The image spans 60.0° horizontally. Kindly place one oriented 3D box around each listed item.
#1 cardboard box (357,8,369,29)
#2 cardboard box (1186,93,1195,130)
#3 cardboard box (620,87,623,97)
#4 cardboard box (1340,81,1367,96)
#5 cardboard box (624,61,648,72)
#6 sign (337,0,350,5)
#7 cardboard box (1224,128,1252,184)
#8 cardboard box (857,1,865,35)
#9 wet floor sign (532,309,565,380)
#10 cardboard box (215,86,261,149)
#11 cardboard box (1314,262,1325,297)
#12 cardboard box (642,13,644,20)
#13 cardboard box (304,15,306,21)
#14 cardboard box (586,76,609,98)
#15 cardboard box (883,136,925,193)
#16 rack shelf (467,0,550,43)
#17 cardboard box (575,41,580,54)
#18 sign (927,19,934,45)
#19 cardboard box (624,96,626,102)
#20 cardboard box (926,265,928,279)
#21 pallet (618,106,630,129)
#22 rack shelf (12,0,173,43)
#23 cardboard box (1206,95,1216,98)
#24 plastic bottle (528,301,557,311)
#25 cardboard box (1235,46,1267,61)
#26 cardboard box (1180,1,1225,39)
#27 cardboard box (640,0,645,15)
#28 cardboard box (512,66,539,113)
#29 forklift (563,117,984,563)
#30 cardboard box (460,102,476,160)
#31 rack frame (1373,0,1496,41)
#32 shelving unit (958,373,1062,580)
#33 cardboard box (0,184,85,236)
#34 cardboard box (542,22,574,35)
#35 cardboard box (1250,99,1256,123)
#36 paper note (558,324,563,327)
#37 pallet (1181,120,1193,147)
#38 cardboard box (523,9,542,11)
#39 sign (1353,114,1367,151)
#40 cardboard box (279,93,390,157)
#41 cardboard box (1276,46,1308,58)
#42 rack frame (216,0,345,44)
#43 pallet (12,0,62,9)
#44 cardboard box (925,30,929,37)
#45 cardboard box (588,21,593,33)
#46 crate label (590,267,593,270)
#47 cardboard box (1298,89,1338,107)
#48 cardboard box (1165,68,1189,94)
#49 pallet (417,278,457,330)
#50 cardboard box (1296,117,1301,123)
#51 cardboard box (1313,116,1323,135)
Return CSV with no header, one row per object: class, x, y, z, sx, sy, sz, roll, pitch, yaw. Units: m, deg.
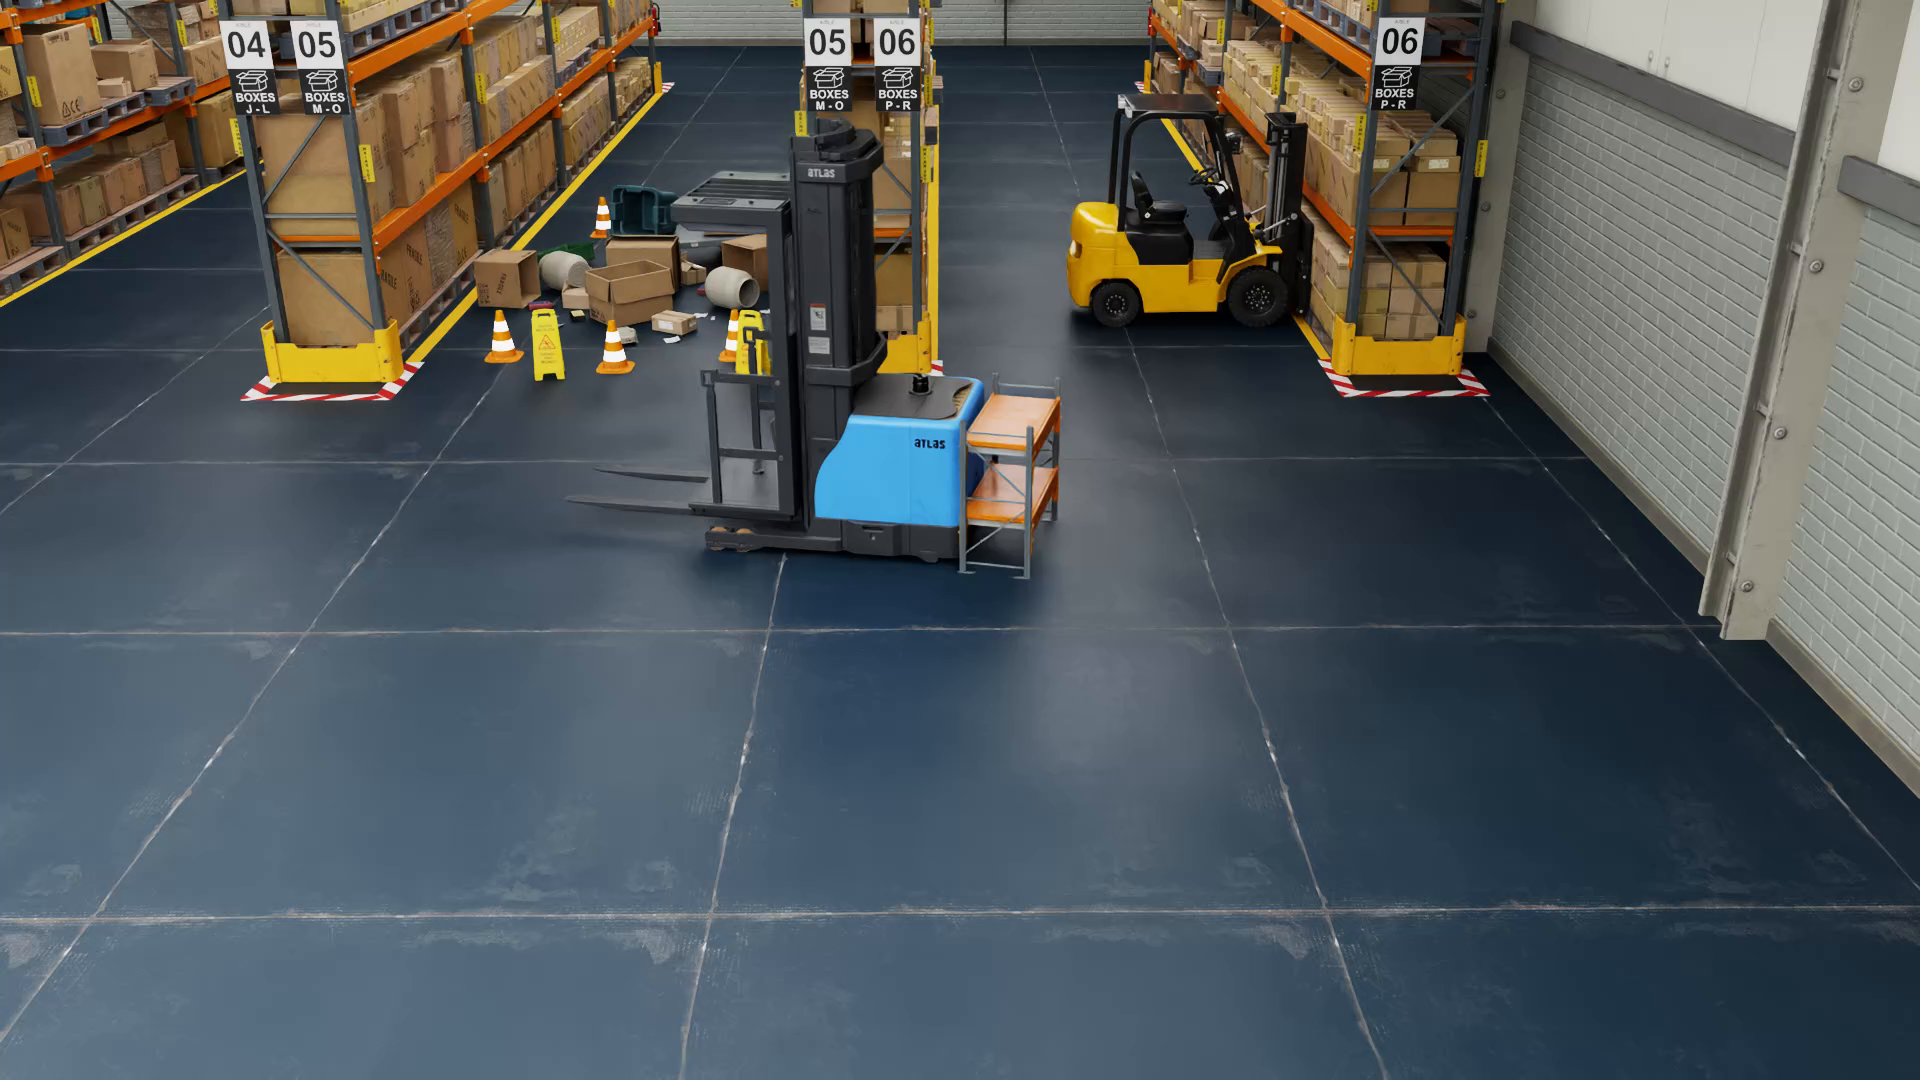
cardboard box,-5.489,-4.638,14.782,0.380,0.149,0.250,0,24,0
cardboard box,3.774,-6.566,25.535,0.500,0.500,0.500,-1,24,-1
cardboard box,-5.749,-7.340,27.311,0.380,0.149,0.250,-1,24,-3
cardboard box,4.332,-4.880,18.014,0.380,0.149,0.250,-1,24,-2
cardboard box,-5.643,-8.231,28.920,0.380,0.149,0.250,-1,24,-2
sign,-5.248,-4.702,14.093,0.100,0.325,0.005,0,24,-1
cardboard box,4.015,-5.138,22.225,0.875,0.625,0.625,1,24,1
cardboard box,-1.120,-4.816,15.323,0.500,0.250,0.500,-1,24,-1
wet floor sign,-3.823,-1.825,15.386,0.267,0.644,0.232,-4,25,-10
cardboard box,-10.840,-6.092,24.032,1.225,0.875,0.875,0,24,0
cardboard box,3.797,-2.561,16.376,0.500,0.250,0.500,0,24,-1
cardboard box,-5.726,-9.144,29.016,0.380,0.149,0.250,0,24,-1
cardboard box,-6.153,-4.840,15.228,0.380,0.149,0.250,0,24,0
cardboard box,-5.673,-6.934,25.439,0.500,0.250,0.500,-1,24,-2
cardboard box,-0.591,-3.556,15.873,0.500,0.500,0.500,0,24,1
rack shelf,-5.868,-6.412,19.904,1.077,0.370,4.000,0,24,-1
cardboard box,-5.711,-7.113,24.016,0.380,0.149,0.250,-1,24,-2
sign,-0.399,-6.759,22.129,0.100,0.325,0.005,0,24,-1
cardboard box,-5.765,-7.317,27.621,0.380,0.149,0.250,-1,24,-3
cardboard box,-0.603,-2.672,17.229,0.500,0.250,0.500,1,24,3
pallet,-5.976,-6.852,27.027,1.003,0.211,1.213,0,24,-1
rack shelf,-10.829,-6.432,19.947,1.077,0.370,4.000,0,24,-1
cardboard box,3.825,-6.484,24.566,0.380,0.149,0.250,0,24,0
plastic bottle,-4.404,-2.475,17.531,0.283,0.061,0.133,-9,26,-19
cardboard box,3.763,-6.278,21.466,0.380,0.149,0.250,0,24,1
cardboard box,3.760,-7.970,25.485,0.700,0.500,0.500,0,24,1
cardboard box,-5.715,-9.279,28.527,0.500,0.500,0.500,-1,24,-1
cardboard box,-5.607,-5.647,20.858,0.500,0.500,0.500,-1,24,-1
forklift,-1.376,-1.455,11.793,3.031,2.935,1.130,4,25,9
cardboard box,-5.830,-4.466,18.185,0.875,0.550,0.550,0,24,-1
rack frame,4.109,-5.722,13.865,1.000,3.000,0.127,0,24,-1
shelving unit,0.363,-0.469,11.806,0.538,1.125,1.048,6,25,12
cardboard box,-10.792,-3.883,19.579,0.700,0.500,0.500,-2,24,-5
cardboard box,-5.717,-7.278,23.660,0.380,0.149,0.250,0,24,1
cardboard box,3.813,-5.187,20.144,0.500,0.250,0.500,0,24,0
paper note,-4.122,-2.184,16.927,0.144,0.017,0.142,8,26,18
pallet,4.025,-6.328,25.869,1.003,0.211,1.213,0,24,-1
cardboard box,-6.380,-7.914,25.066,0.380,0.149,0.250,0,24,1
sign,3.566,-3.628,14.822,0.100,0.325,0.005,0,24,-1
cardboard box,-5.866,-3.841,15.493,0.875,0.550,0.550,0,24,-1
cardboard box,4.284,-6.279,21.468,0.380,0.149,0.250,0,24,-1
rack frame,-5.803,-5.635,13.671,1.000,3.000,0.127,0,24,-1
pallet,-10.707,-6.105,18.579,1.213,0.211,1.003,0,24,-1
cardboard box,-0.642,-6.235,21.287,0.500,0.500,0.500,-1,24,-1
cardboard box,-5.728,-7.684,24.918,0.380,0.149,0.250,1,24,2
crate label,-4.237,-2.977,18.549,0.298,0.136,0.250,-19,31,-36
cardboard box,3.777,-4.662,17.532,0.380,0.149,0.250,0,24,1
cardboard box,3.828,-7.602,27.825,0.700,0.500,0.500,-1,24,-3
pallet,-5.900,-2.461,17.319,1.003,0.211,1.213,0,24,-1
cardboard box,3.832,-4.284,17.844,0.500,0.500,0.500,0,24,0
cardboard box,3.803,-4.208,16.890,0.380,0.149,0.250,-1,24,-2
